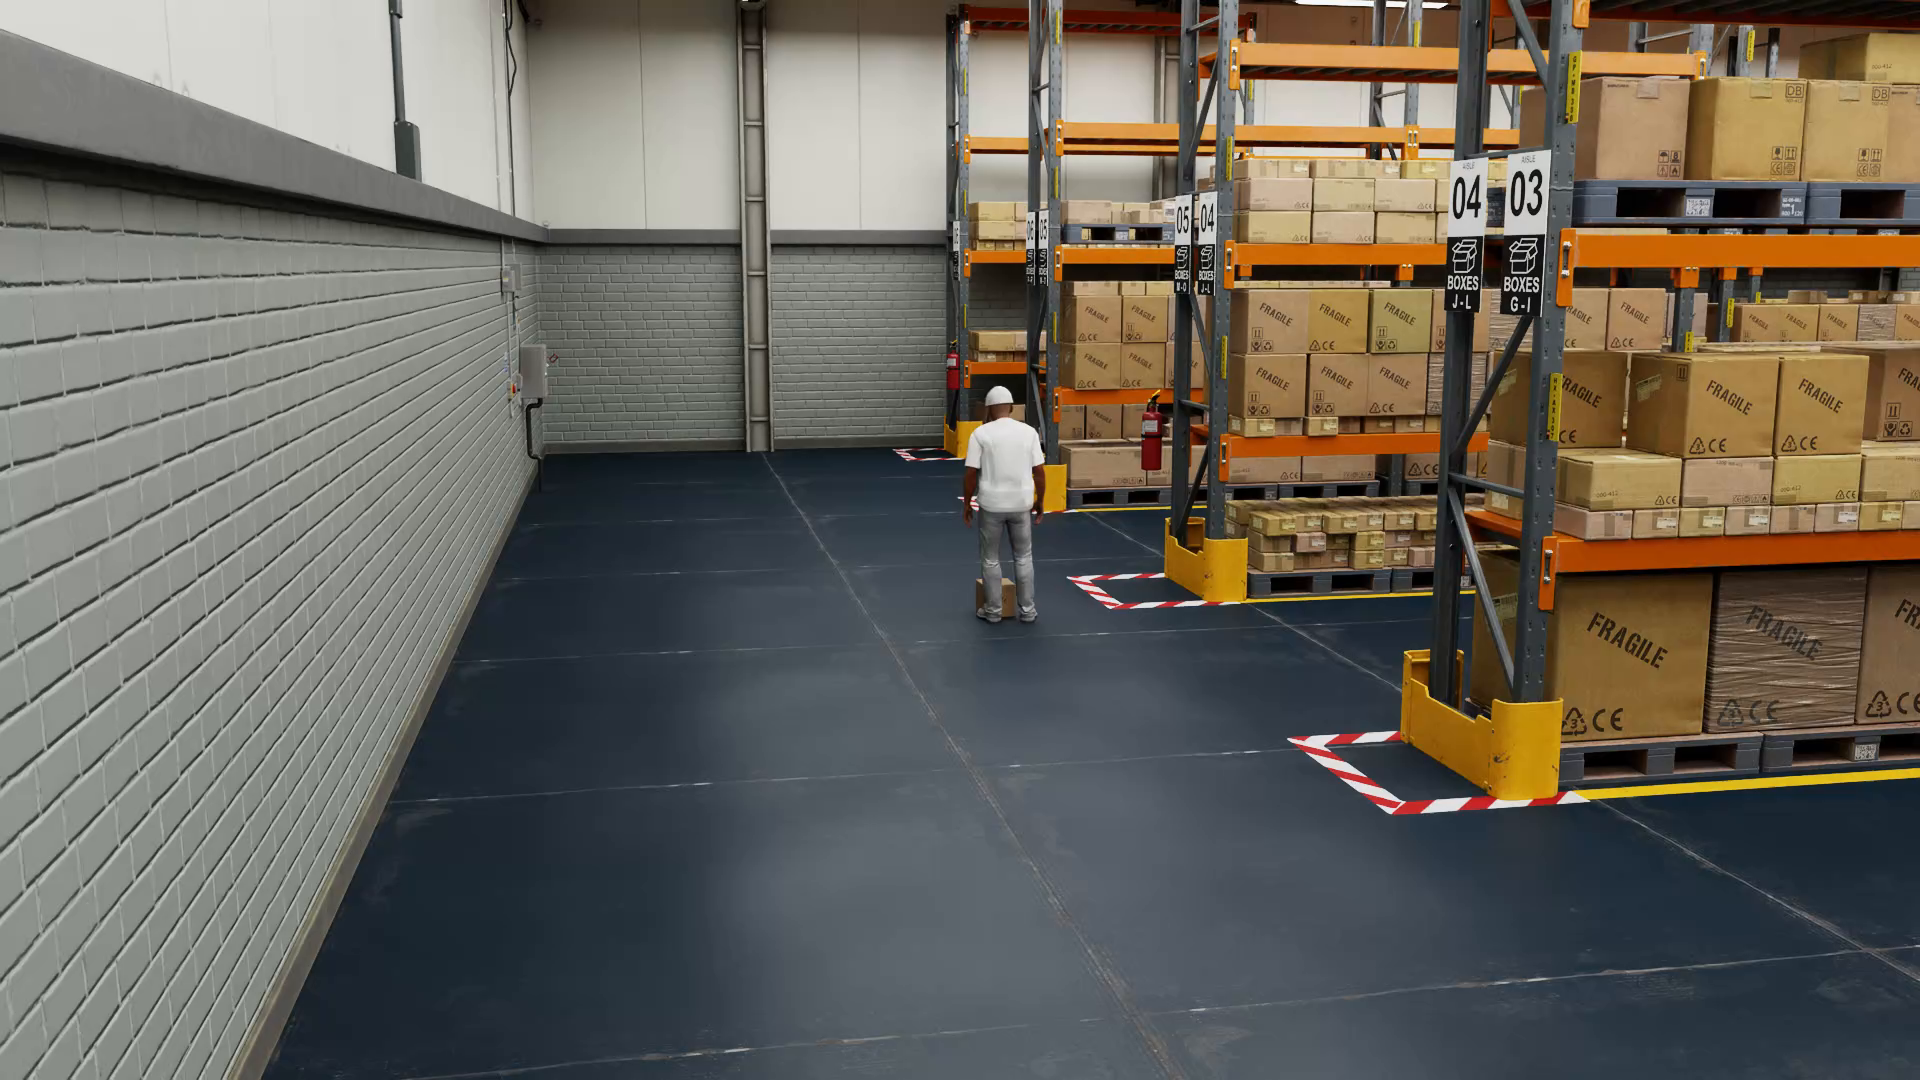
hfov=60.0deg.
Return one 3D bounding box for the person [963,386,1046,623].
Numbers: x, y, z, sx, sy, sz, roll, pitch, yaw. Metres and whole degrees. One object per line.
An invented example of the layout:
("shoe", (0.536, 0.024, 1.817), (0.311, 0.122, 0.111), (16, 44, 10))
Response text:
("person", (0.327, -0.264, 12.402), (0.629, 1.761, 0.462), (-2, 10, -11))
